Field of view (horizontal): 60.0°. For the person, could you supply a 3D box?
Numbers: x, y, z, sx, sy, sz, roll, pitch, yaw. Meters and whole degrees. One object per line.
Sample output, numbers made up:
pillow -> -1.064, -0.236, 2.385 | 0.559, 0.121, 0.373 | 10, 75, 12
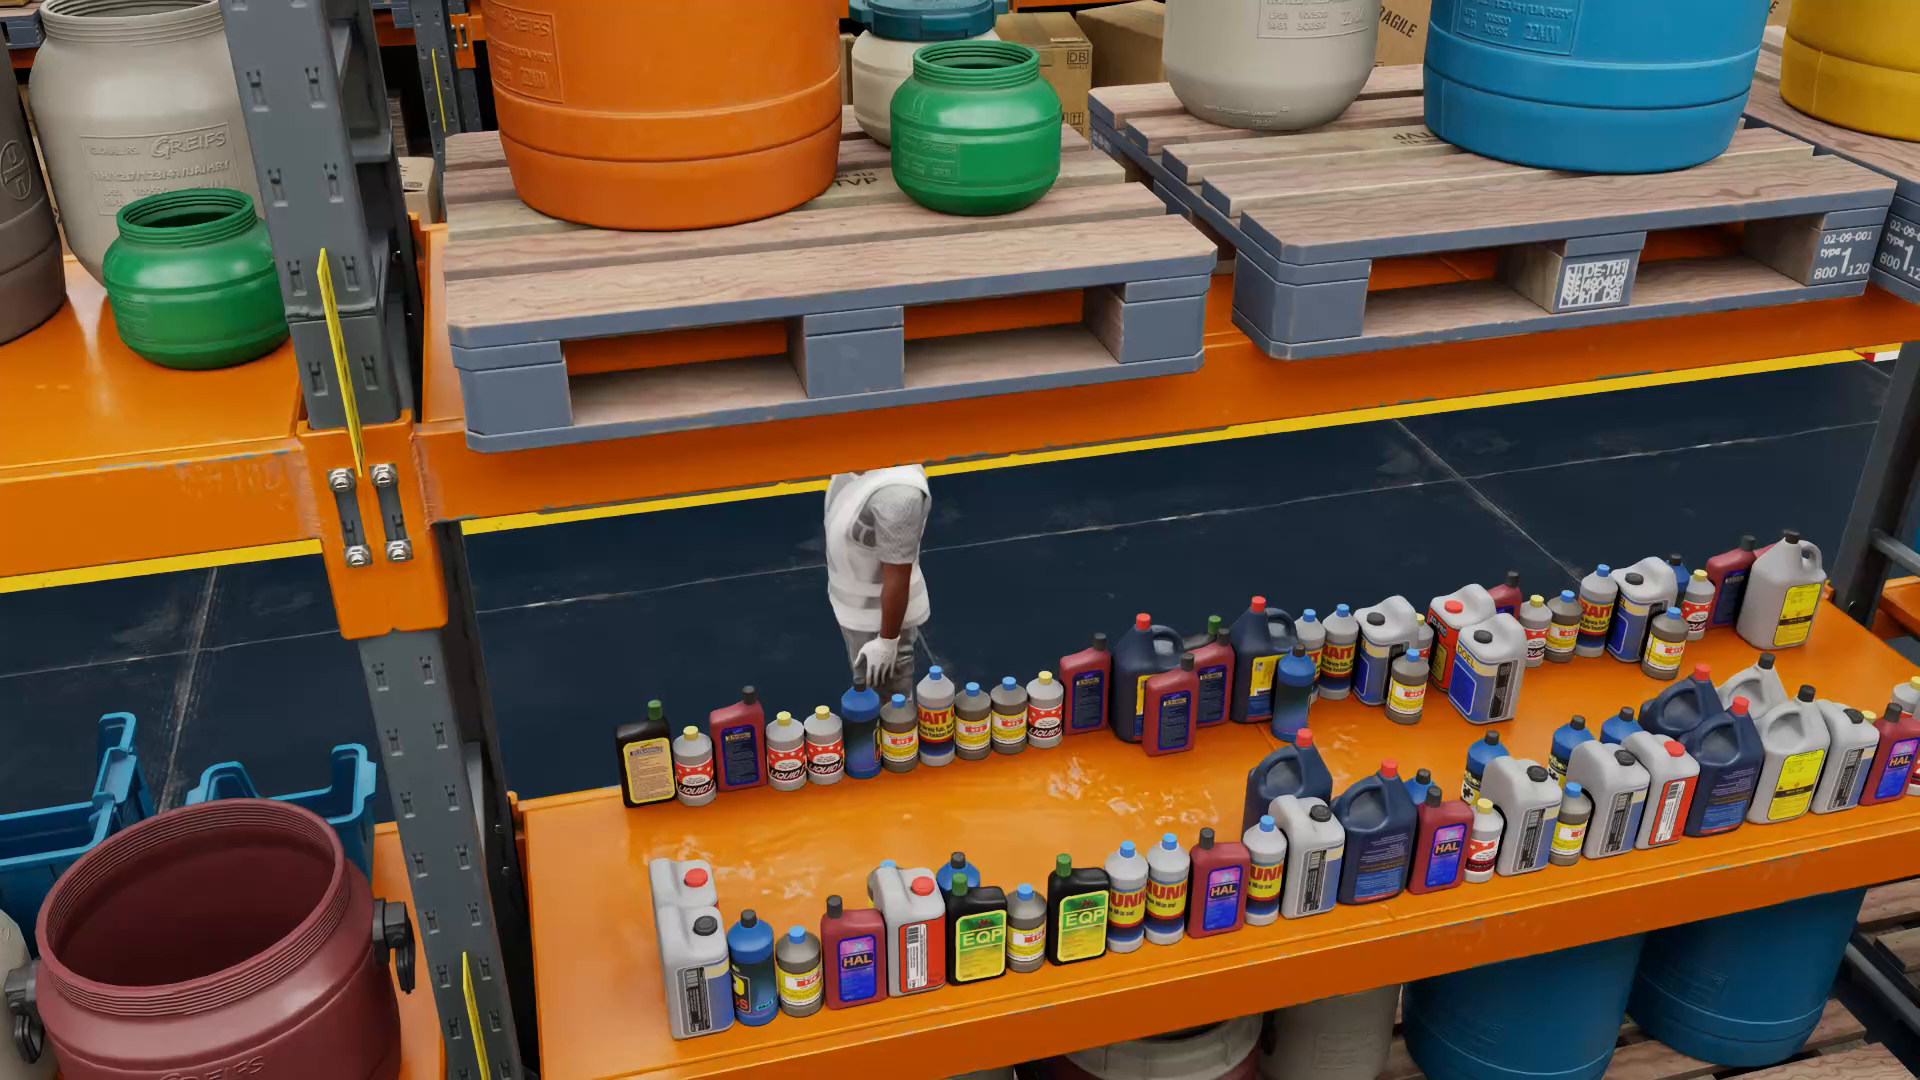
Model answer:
person -> -0.286, 0.235, 5.689 | 0.358, 1.786, 0.551 | -6, 31, -11
